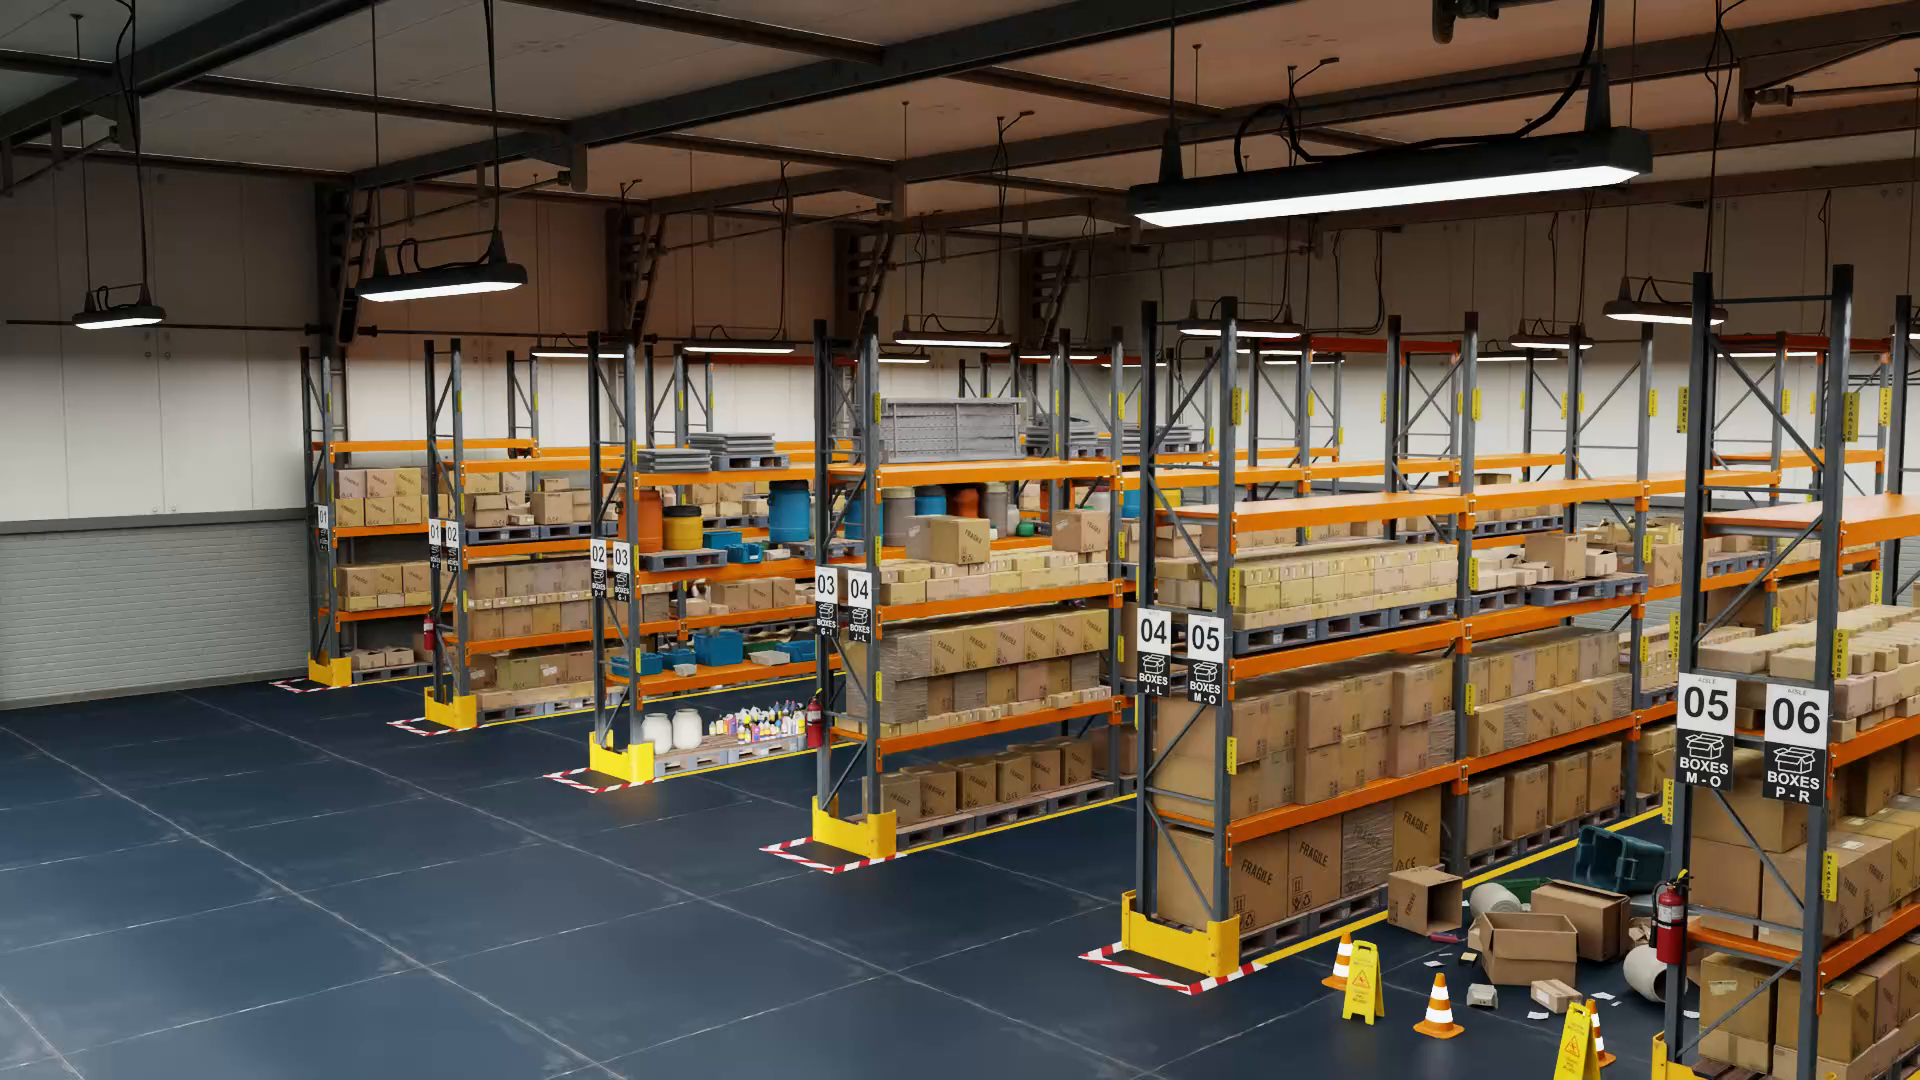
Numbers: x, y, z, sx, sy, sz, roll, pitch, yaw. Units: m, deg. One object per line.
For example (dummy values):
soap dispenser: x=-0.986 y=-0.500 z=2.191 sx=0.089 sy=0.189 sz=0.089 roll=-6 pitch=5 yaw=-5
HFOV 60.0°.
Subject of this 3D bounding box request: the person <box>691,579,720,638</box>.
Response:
person: x=-5.046 y=1.472 z=33.038 sx=0.719 sy=1.587 sz=0.850 roll=3 pitch=6 yaw=27
